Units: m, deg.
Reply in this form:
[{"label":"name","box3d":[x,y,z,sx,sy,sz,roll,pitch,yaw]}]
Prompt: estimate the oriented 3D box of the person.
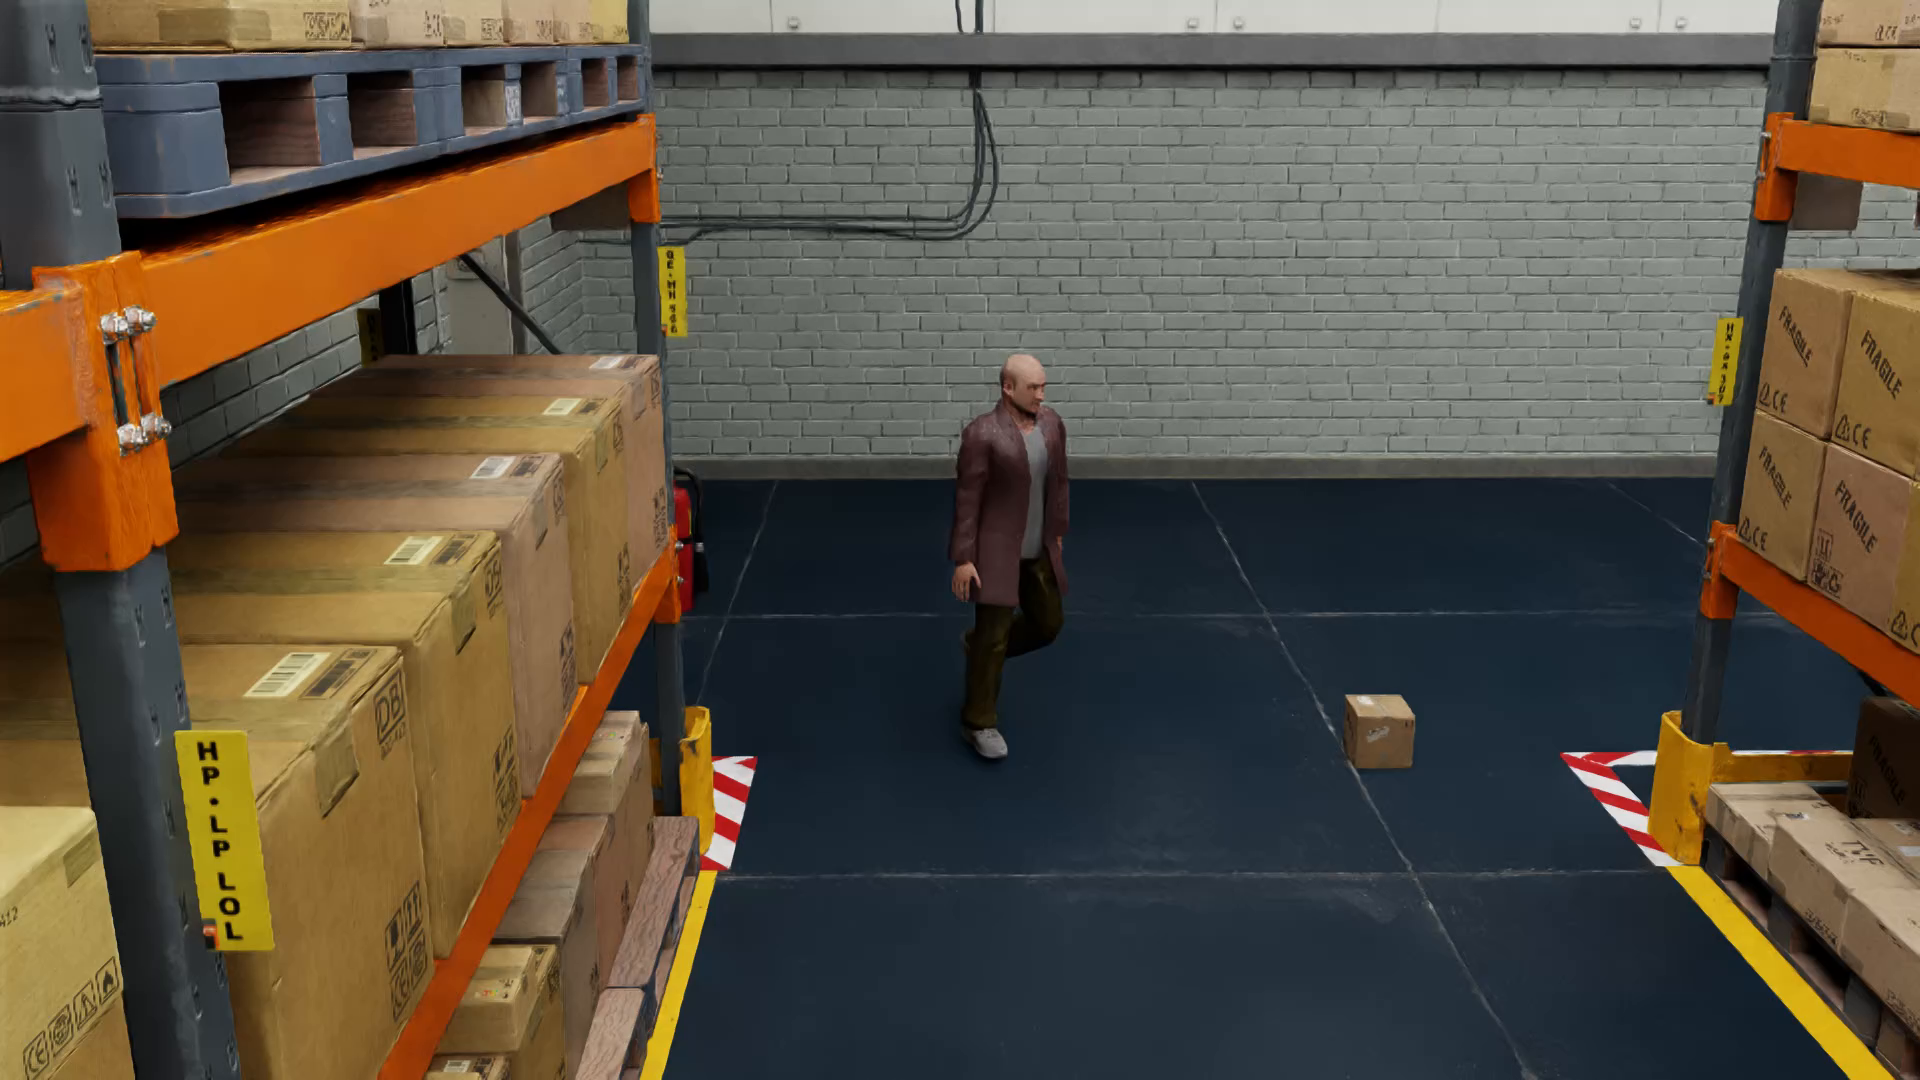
[{"label":"person","box3d":[0.167,0.019,7.489,0.692,1.763,0.657,-16,23,-42]}]
